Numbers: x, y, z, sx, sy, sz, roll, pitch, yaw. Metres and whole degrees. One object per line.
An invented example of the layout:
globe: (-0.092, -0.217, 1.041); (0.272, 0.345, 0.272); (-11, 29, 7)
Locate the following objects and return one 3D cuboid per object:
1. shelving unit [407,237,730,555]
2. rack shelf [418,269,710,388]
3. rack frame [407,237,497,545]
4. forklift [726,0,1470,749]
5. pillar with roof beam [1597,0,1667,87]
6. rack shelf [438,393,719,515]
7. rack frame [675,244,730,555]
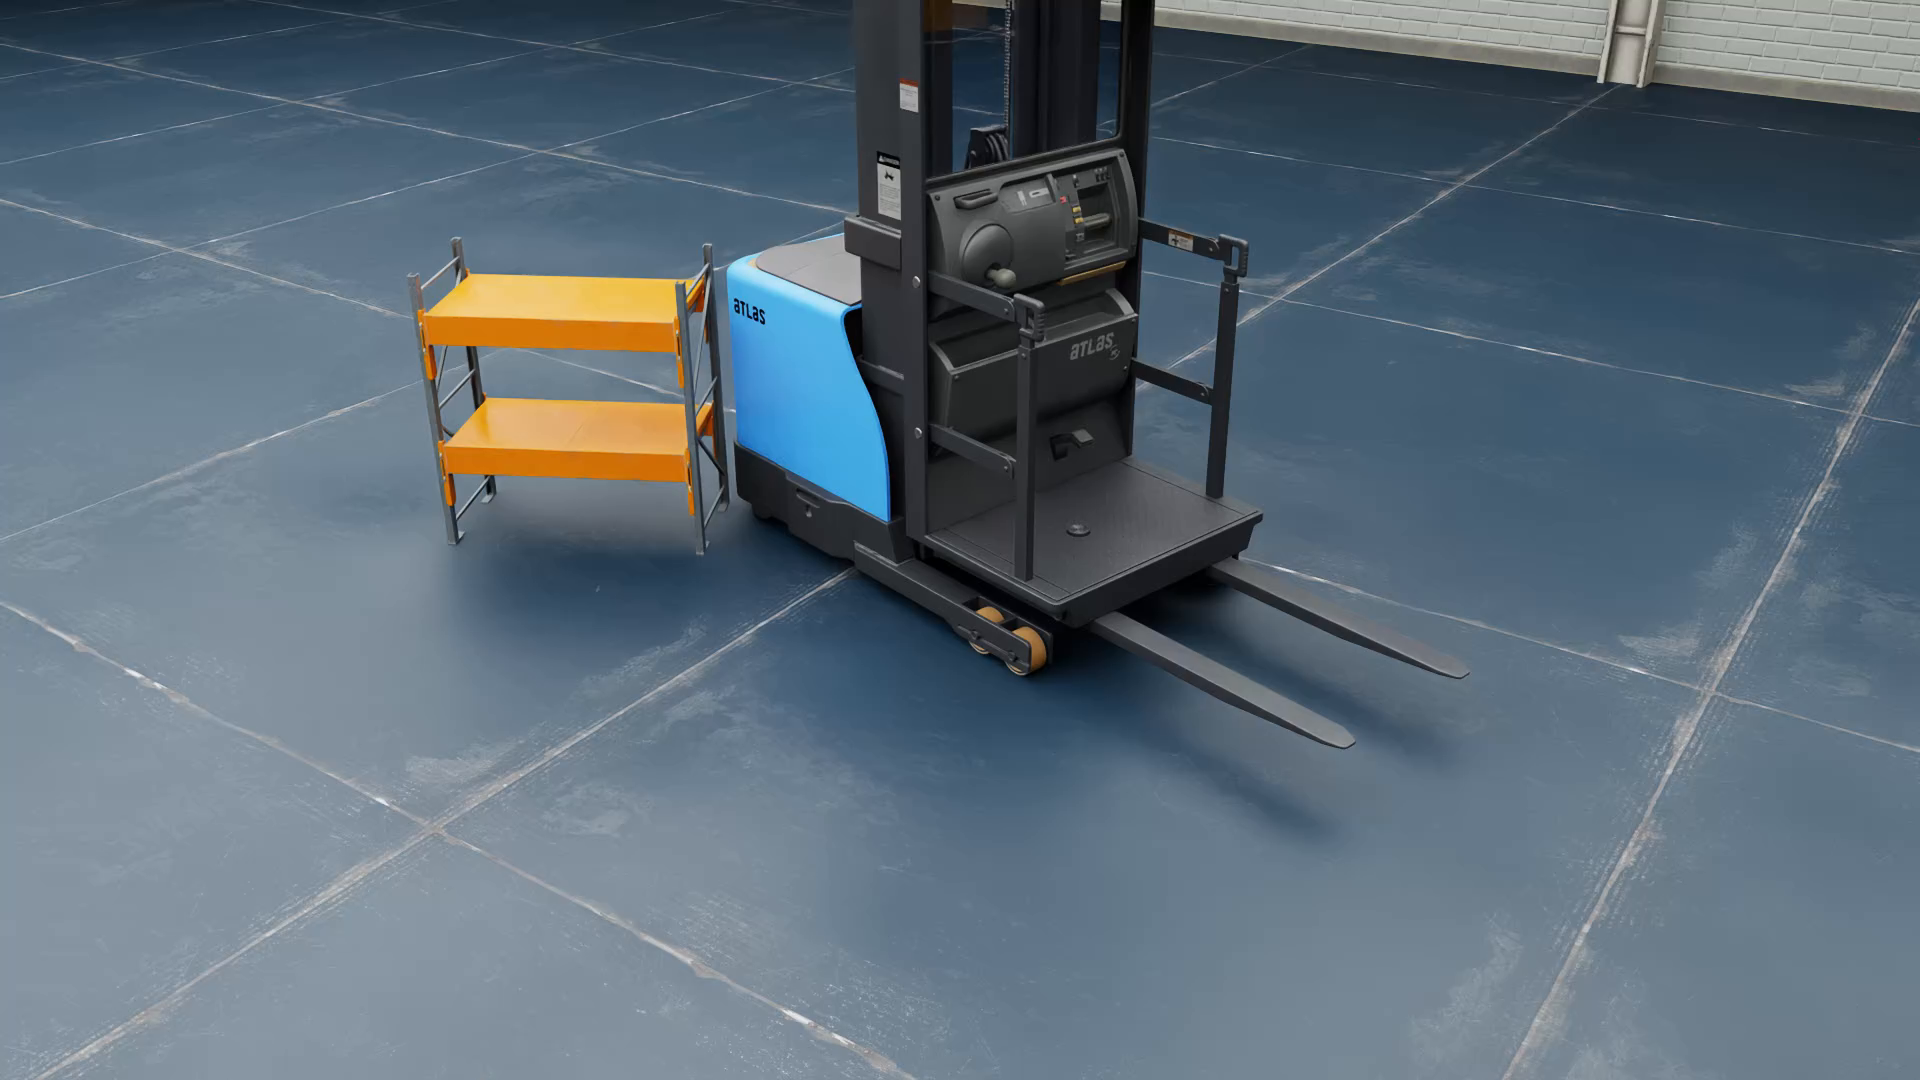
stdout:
shelving unit: (-1.522, -0.575, 6.639); (1.048, 1.125, 0.538); (2, 27, 4)
rack shelf: (-1.522, -0.835, 6.506); (1.000, 0.278, 0.538); (2, 27, 4)
rack frame: (-2.028, -0.594, 6.678); (0.032, 1.125, 0.500); (2, 27, 4)
forklift: (0.413, -1.093, 5.667); (1.130, 2.935, 3.031); (-22, 34, -36)
pillar with roof beam: (3.442, -6.456, 9.513); (0.400, 9.000, 9.100); (17, 32, 30)
rack shelf: (-1.522, -0.357, 6.750); (1.000, 0.278, 0.538); (2, 27, 4)
rack frame: (-1.015, -0.555, 6.600); (0.032, 1.125, 0.500); (2, 27, 4)
